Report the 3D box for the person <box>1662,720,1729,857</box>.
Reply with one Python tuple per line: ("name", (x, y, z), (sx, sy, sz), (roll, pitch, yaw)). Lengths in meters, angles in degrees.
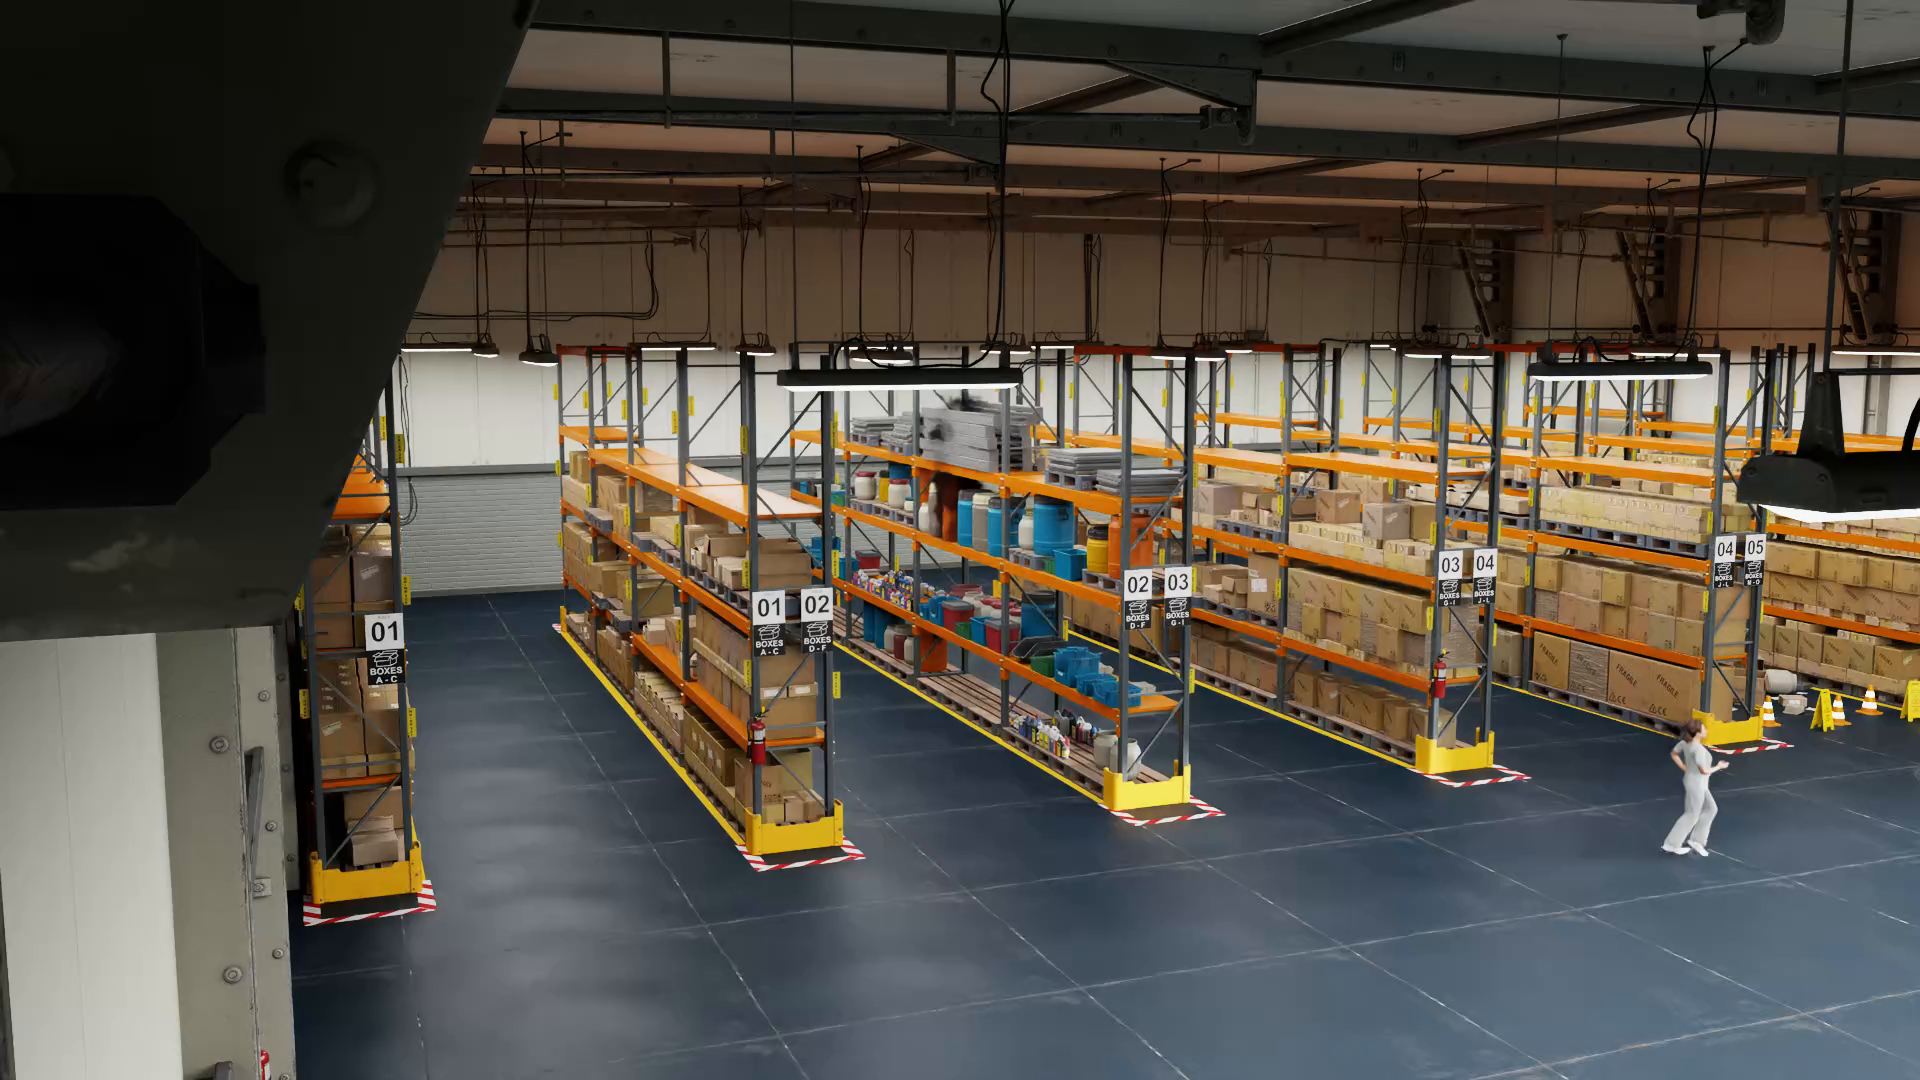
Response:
("person", (8.805, 2.985, 19.909), (0.691, 1.705, 0.544), (1, 7, 10))
